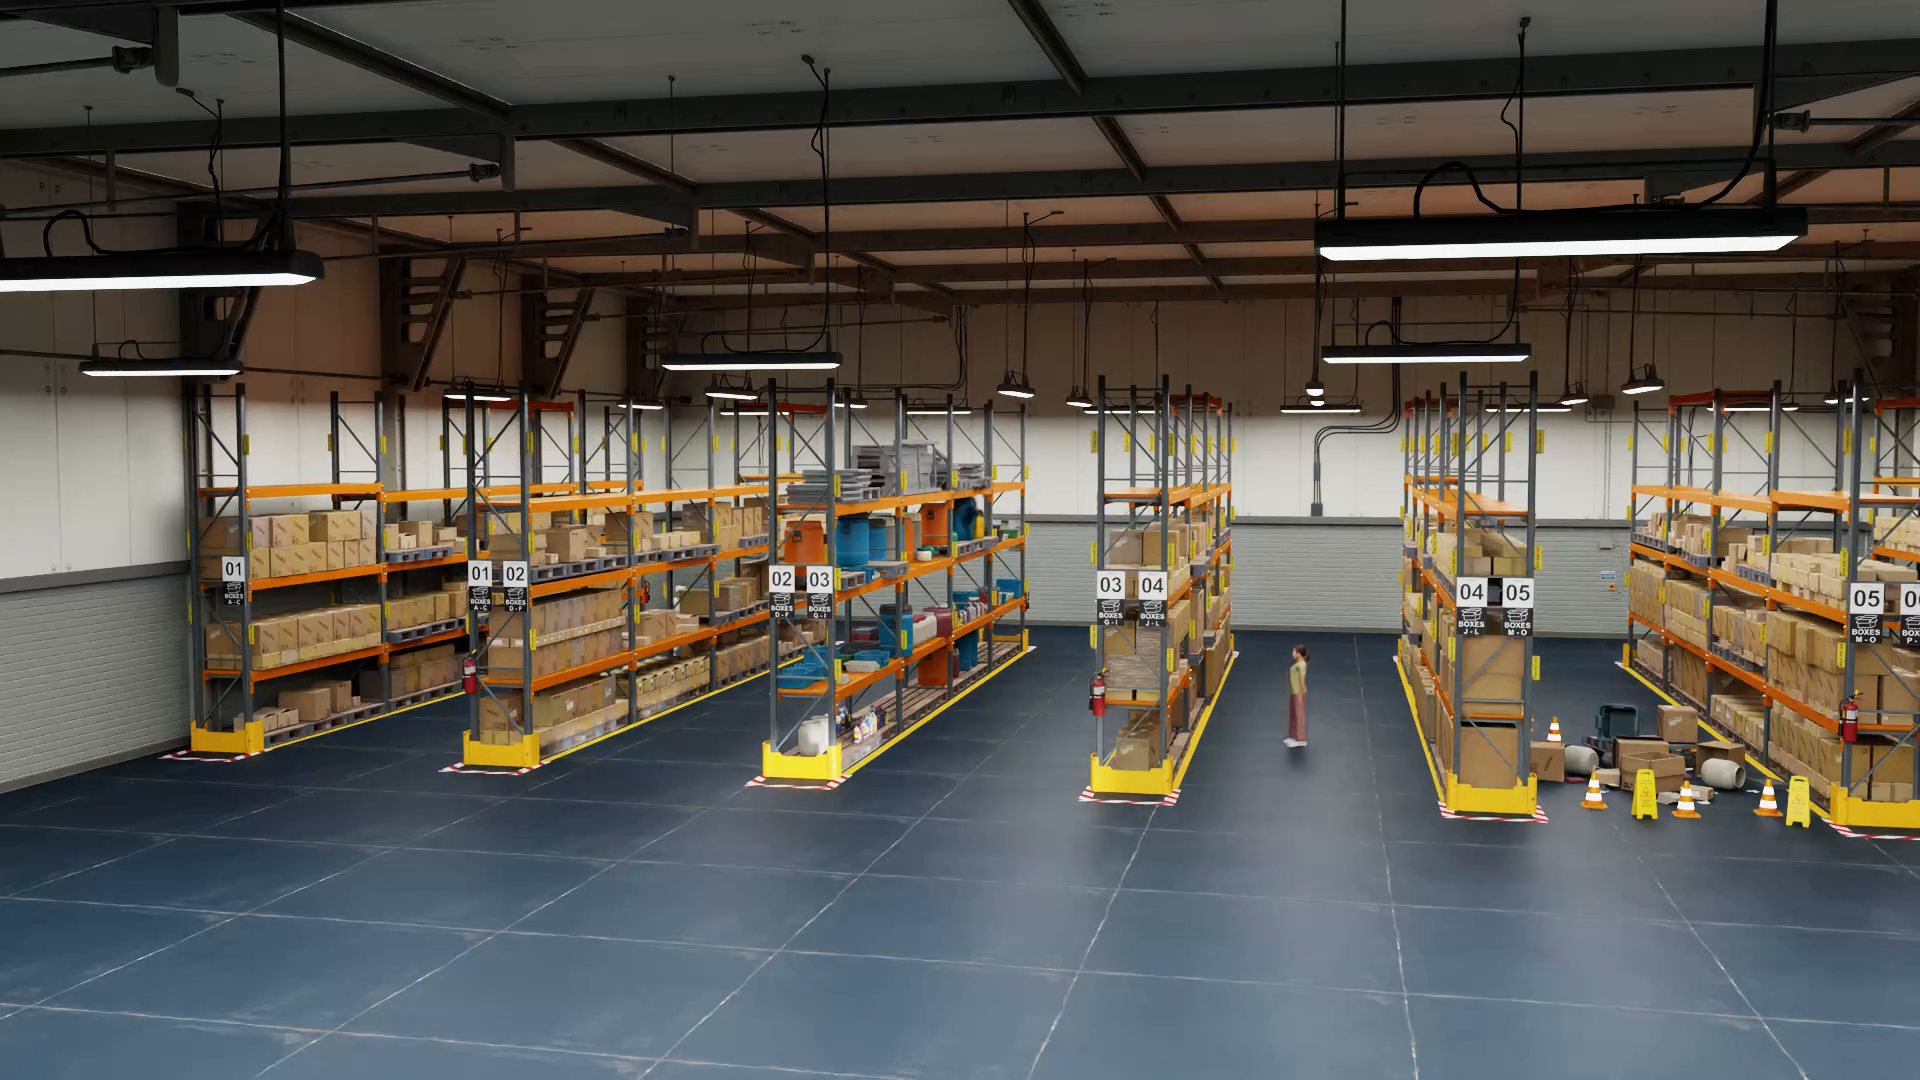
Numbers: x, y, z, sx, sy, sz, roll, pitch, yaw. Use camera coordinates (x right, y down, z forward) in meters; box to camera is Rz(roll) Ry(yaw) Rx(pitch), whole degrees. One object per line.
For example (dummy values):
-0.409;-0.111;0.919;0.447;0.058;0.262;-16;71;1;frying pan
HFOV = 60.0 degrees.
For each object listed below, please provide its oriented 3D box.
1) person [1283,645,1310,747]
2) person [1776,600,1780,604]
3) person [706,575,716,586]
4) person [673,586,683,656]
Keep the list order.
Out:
5.622;2.577;27.730;0.414;1.673;0.533;0;3;-7;person
17.704;2.030;36.252;0.735;1.722;0.997;-1;4;-22;person
-6.426;1.682;43.643;0.497;1.677;0.471;1;3;20;person
-6.412;1.923;38.203;0.660;1.728;1.060;1;3;9;person
